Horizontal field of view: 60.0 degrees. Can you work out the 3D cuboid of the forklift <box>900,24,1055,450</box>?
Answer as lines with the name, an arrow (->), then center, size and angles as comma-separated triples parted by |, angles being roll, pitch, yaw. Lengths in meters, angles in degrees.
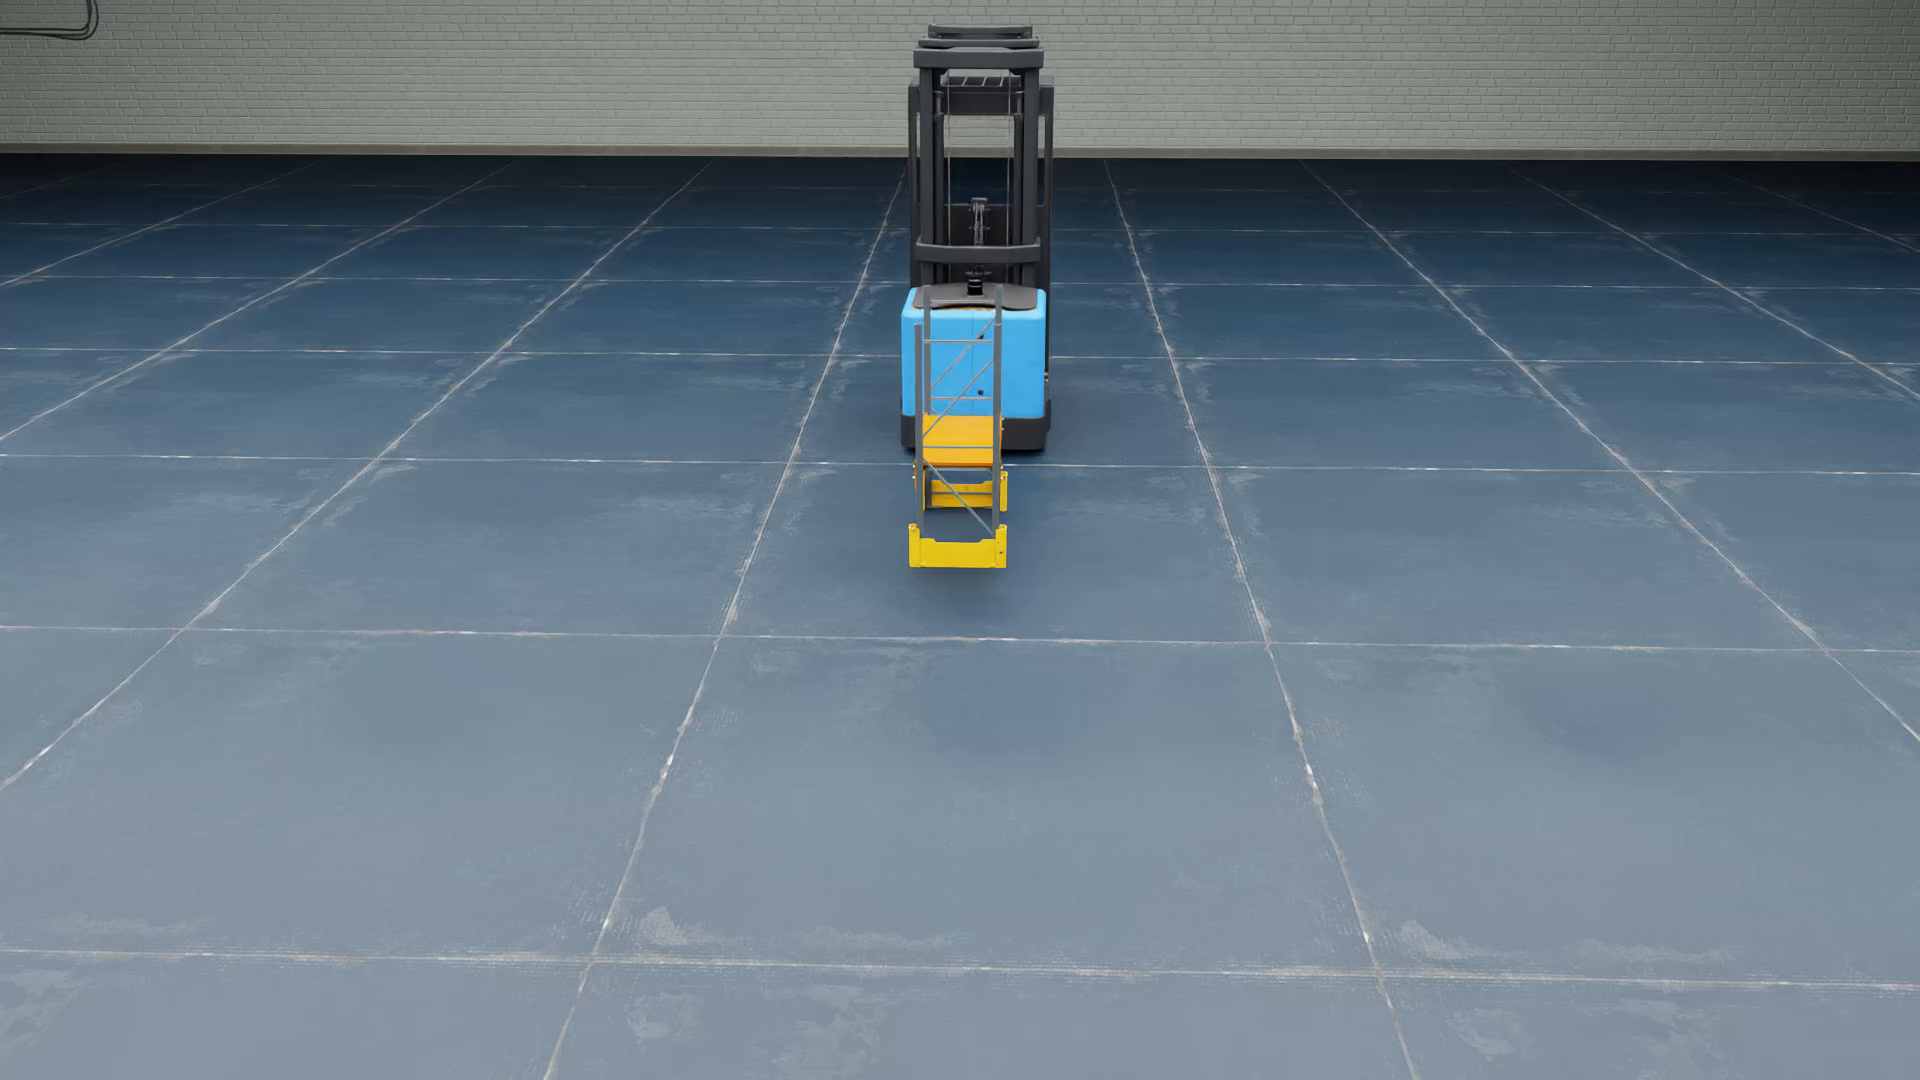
forklift -> 0.169, -2.503, 12.929 | 1.130, 2.935, 3.031 | 1, 21, 3

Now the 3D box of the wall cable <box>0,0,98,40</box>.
wall cable -> -14.763, -8.861, 25.219 | 3.097, 2.526, 0.112 | 1, 21, 2

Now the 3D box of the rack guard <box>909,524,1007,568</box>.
rack guard -> -0.013, 0.036, 10.091 | 0.587, 0.250, 0.087 | 1, 21, 2

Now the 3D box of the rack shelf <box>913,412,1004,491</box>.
rack shelf -> 0.003, -0.562, 10.402 | 0.538, 0.185, 1.000 | 1, 21, 2

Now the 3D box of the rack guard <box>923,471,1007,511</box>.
rack guard -> 0.017, -0.324, 11.019 | 0.587, 0.250, 0.087 | 1, 21, 2

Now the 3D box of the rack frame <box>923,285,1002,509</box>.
rack frame -> 0.018, -0.914, 10.811 | 0.500, 1.500, 0.032 | 1, 21, 2

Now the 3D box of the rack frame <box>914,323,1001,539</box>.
rack frame -> -0.013, -0.546, 9.863 | 0.500, 1.500, 0.032 | 1, 21, 2

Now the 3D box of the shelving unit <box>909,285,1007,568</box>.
shelving unit -> 0.002, -0.727, 10.329 | 0.587, 1.500, 1.083 | 1, 21, 2
